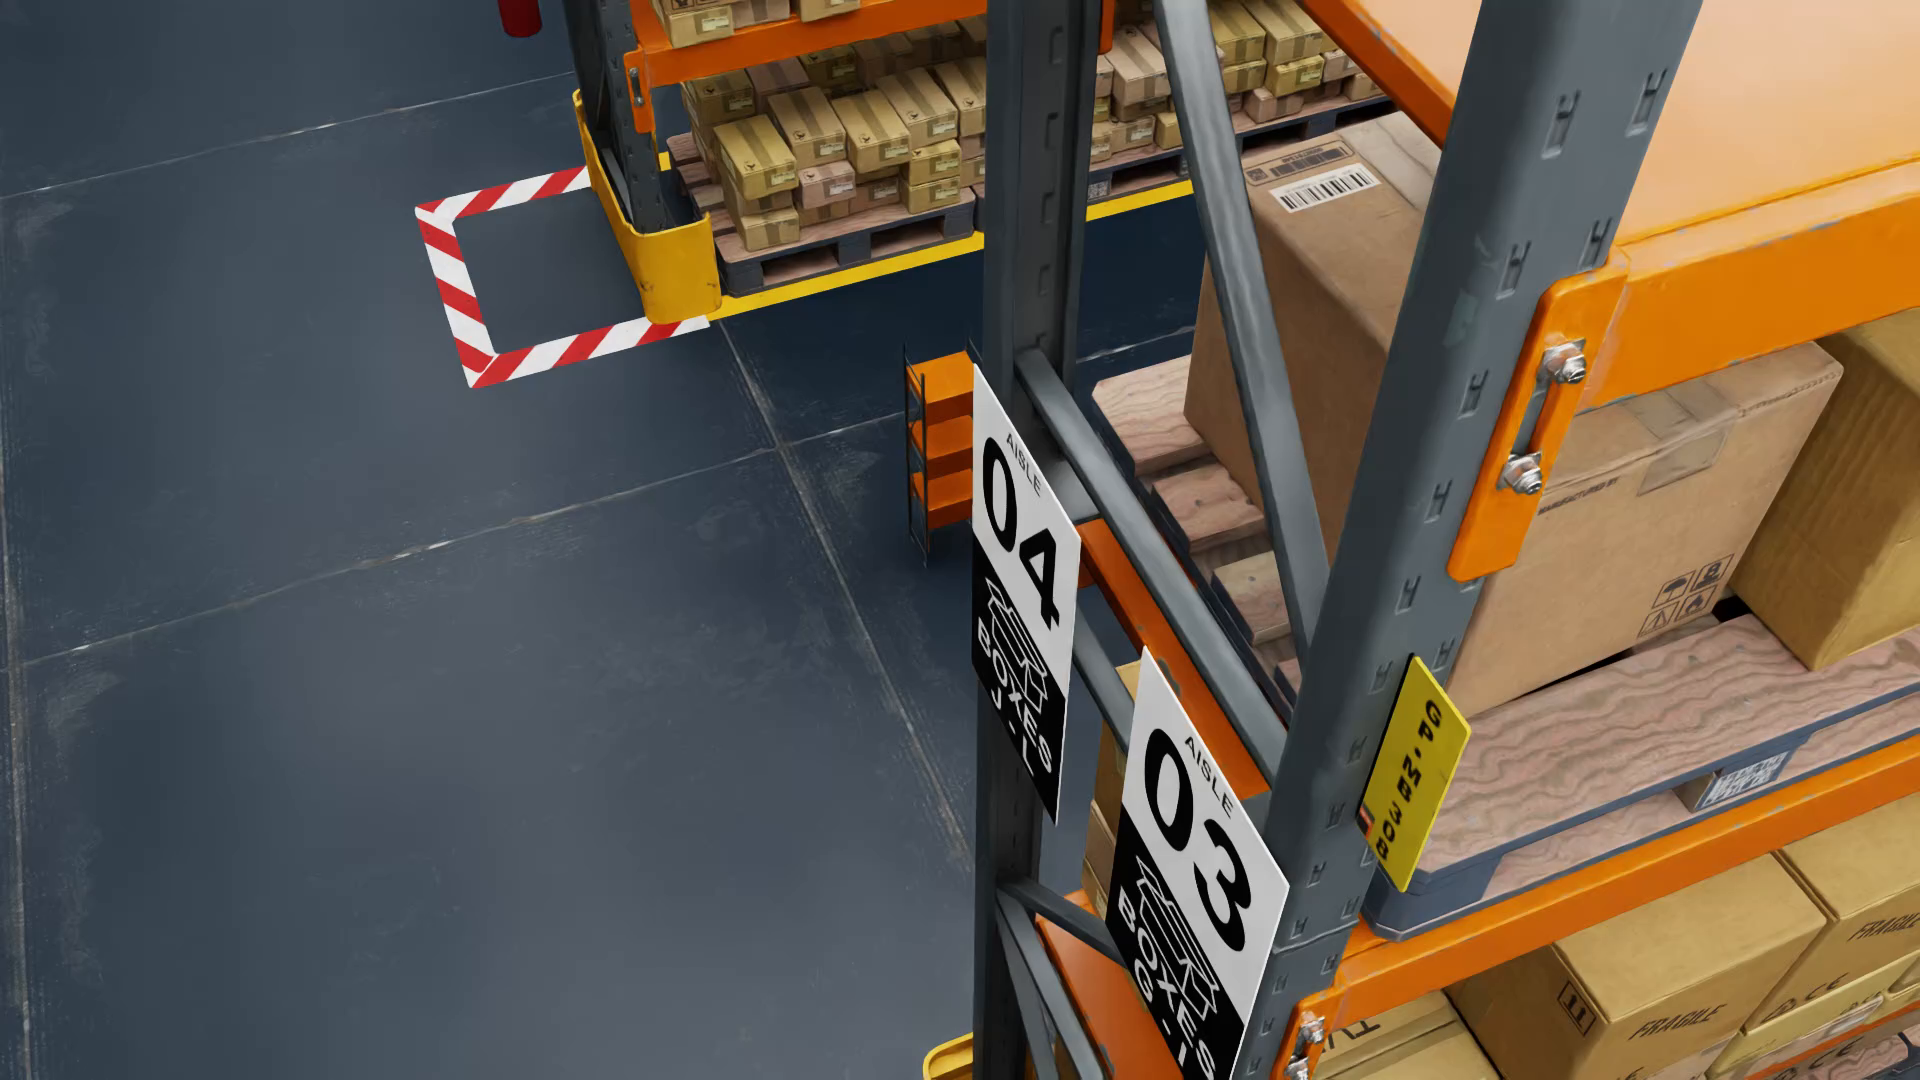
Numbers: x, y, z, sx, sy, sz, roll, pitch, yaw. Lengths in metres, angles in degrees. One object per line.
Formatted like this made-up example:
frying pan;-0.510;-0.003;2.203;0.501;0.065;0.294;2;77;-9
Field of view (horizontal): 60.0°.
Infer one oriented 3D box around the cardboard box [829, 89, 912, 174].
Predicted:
cardboard box;-0.399;-1.817;7.384;0.250;0.149;0.380;-17;52;-14

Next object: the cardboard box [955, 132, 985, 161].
cardboard box;0.034;-1.944;7.690;0.250;0.149;0.380;-19;52;-16

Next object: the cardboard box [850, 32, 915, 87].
cardboard box;-0.400;-2.315;7.811;0.250;0.149;0.380;-19;52;-16

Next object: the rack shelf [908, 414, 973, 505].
rack shelf;-0.050;-0.320;6.187;0.240;0.259;0.215;-17;52;-14

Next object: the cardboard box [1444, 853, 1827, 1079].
cardboard box;1.287;0.771;3.360;0.500;0.500;0.500;-18;52;-15

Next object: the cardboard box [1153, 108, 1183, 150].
cardboard box;1.007;-2.065;7.989;0.250;0.149;0.380;-17;52;-14

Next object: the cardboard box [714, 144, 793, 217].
cardboard box;-0.922;-1.633;7.422;0.250;0.149;0.380;-15;51;-13

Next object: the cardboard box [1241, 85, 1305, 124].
cardboard box;1.472;-2.225;8.126;0.250;0.149;0.380;-19;52;-15

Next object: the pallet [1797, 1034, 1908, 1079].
pallet;2.116;1.432;5.222;1.213;0.211;1.003;-17;52;-14

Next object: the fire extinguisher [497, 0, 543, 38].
fire extinguisher;-1.912;-2.463;7.026;0.183;0.674;0.296;-17;52;-14

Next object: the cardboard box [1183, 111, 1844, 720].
cardboard box;0.739;-0.211;2.409;0.500;0.500;0.700;-20;52;-16

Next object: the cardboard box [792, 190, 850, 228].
cardboard box;-0.687;-1.624;7.611;0.250;0.149;0.380;-17;52;-14

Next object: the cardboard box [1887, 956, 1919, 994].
cardboard box;2.251;0.710;3.907;0.500;0.250;0.500;-18;52;-15

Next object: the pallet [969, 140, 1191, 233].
pallet;0.460;-2.026;8.192;1.213;0.211;1.003;-17;52;-14

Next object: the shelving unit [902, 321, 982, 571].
shelving unit;-0.050;-0.327;6.179;0.252;1.050;0.215;-17;52;-14

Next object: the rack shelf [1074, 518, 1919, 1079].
rack shelf;2.129;-0.162;3.250;4.000;0.370;1.077;-17;52;-14

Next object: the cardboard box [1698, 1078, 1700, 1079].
cardboard box;1.446;1.142;3.798;0.250;0.149;0.380;-18;52;-15

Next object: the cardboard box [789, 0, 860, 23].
cardboard box;-0.591;-2.280;6.737;0.250;0.149;0.380;-19;52;-15

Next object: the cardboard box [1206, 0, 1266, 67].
cardboard box;1.249;-2.425;7.906;0.250;0.149;0.380;-16;51;-13

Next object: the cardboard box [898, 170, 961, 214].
cardboard box;-0.181;-1.696;7.673;0.250;0.149;0.380;-17;51;-14

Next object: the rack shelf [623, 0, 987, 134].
rack shelf;0.348;-2.697;7.404;4.000;0.370;1.077;-17;52;-14

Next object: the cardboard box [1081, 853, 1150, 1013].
cardboard box;0.483;0.903;4.004;0.250;0.149;0.380;-16;51;-14

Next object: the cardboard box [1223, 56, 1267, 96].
cardboard box;1.271;-2.318;8.010;0.250;0.149;0.380;-17;51;-14

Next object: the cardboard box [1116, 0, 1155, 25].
cardboard box;0.810;-2.703;8.145;0.250;0.149;0.380;-16;51;-13

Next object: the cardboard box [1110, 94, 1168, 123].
cardboard box;0.787;-2.168;7.882;0.250;0.149;0.380;-19;52;-16

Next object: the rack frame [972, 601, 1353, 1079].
rack frame;0.278;1.155;3.622;0.127;3.000;1.000;-17;52;-14

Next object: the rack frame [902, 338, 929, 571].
rack frame;-0.162;-0.292;6.149;0.008;1.050;0.200;-17;52;-14

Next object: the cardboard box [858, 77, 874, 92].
cardboard box;-0.355;-2.170;7.883;0.250;0.149;0.380;-18;52;-15

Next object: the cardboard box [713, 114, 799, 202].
cardboard box;-0.890;-1.671;7.259;0.250;0.149;0.380;-19;52;-16

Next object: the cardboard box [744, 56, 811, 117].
cardboard box;-0.855;-2.121;7.645;0.250;0.149;0.380;-16;51;-14

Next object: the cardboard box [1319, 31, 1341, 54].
cardboard box;1.747;-2.521;7.989;0.250;0.149;0.380;-17;51;-14

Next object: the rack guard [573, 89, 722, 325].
rack guard;-1.434;-1.565;7.605;0.348;0.500;1.175;-17;52;-14

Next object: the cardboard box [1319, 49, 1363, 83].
cardboard box;1.782;-2.410;8.090;0.250;0.149;0.380;-19;52;-16

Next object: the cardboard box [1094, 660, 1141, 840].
cardboard box;0.630;0.538;3.560;0.500;0.500;0.500;-17;51;-14

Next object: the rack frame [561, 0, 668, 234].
rack frame;-1.504;-2.358;6.638;0.127;3.000;1.000;-17;52;-14

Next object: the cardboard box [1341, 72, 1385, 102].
cardboard box;1.965;-2.361;8.244;0.250;0.149;0.380;-17;51;-14

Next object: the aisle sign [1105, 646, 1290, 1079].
aisle sign;0.325;0.539;2.437;0.004;0.787;0.394;-17;52;-14

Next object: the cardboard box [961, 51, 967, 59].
cardboard box;0.076;-2.383;8.066;0.250;0.149;0.380;-15;51;-12

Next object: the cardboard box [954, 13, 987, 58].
cardboard box;0.114;-2.428;7.909;0.250;0.149;0.380;-19;52;-15

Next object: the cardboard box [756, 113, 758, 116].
cardboard box;-0.861;-2.052;7.782;0.250;0.149;0.380;-18;52;-15

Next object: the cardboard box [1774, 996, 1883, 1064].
cardboard box;1.921;0.996;3.924;0.250;0.149;0.380;-18;52;-15

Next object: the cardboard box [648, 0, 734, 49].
cardboard box;-1.080;-2.139;6.616;0.250;0.149;0.380;-18;52;-15

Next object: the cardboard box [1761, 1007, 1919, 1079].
cardboard box;2.506;0.954;4.918;0.875;0.875;0.875;-17;52;-14

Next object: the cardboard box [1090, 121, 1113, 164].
cardboard box;0.529;-1.944;7.886;0.250;0.149;0.380;-17;52;-14

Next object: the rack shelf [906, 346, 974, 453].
rack shelf;-0.050;-0.505;5.972;0.240;0.259;0.215;-17;52;-14

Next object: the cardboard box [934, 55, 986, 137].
cardboard box;0.060;-2.019;7.558;0.250;0.149;0.380;-15;51;-13

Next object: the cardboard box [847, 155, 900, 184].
cardboard box;-0.454;-1.804;7.569;0.250;0.149;0.380;-17;51;-14

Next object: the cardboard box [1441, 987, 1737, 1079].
cardboard box;1.303;1.005;3.653;0.500;0.250;0.500;-18;52;-15

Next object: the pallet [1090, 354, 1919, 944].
pallet;0.961;-0.014;2.707;1.213;0.211;1.003;-17;52;-14

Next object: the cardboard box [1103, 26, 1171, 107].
cardboard box;0.788;-2.196;7.710;0.250;0.149;0.380;-19;52;-16
